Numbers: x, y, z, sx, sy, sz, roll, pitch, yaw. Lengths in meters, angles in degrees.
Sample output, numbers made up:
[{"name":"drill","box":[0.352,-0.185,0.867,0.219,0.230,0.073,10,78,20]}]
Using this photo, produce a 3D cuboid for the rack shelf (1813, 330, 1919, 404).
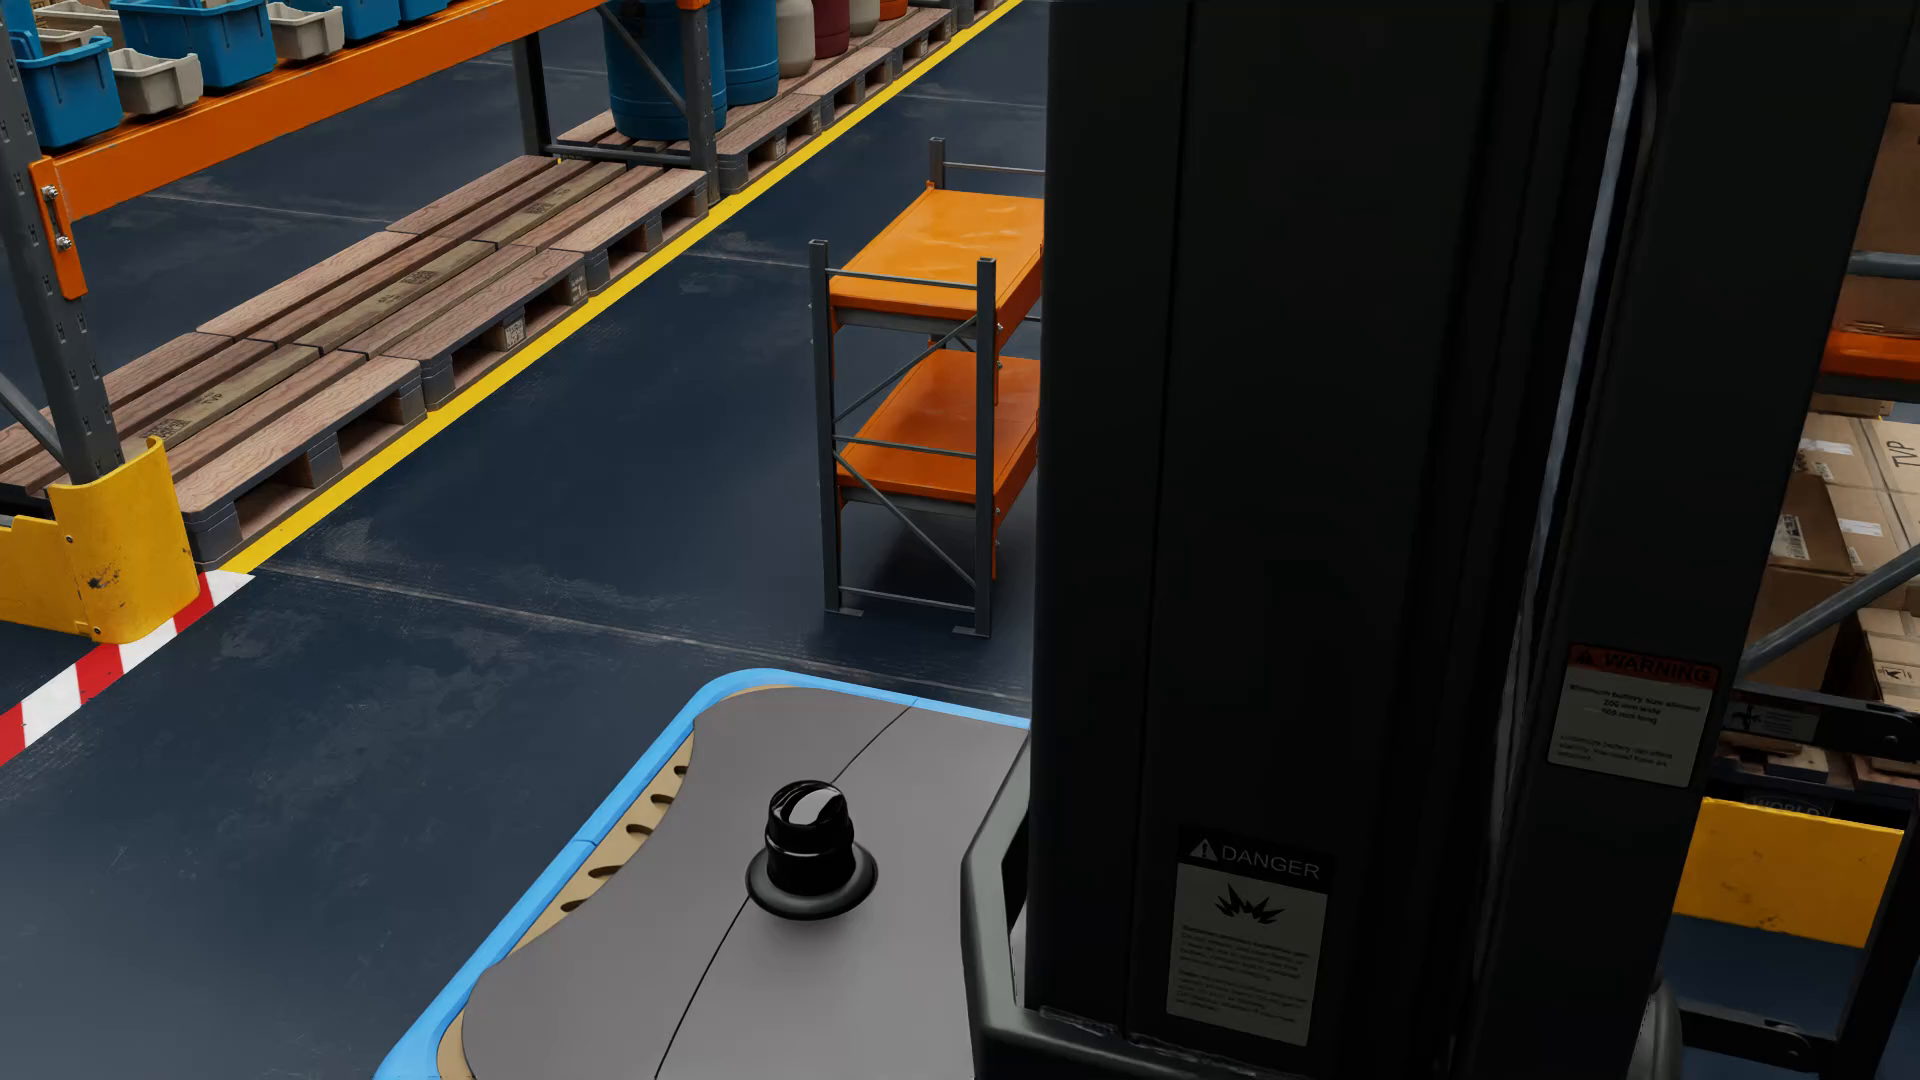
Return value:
[{"name":"rack shelf","box":[2.459,-1.088,4.860,1.077,0.370,4.000,8,30,15]}]

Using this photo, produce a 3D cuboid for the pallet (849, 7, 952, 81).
[{"name":"pallet","box":[-0.706,-3.308,10.980,1.003,0.211,1.213,8,30,15]}]

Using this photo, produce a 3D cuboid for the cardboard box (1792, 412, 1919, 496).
[{"name":"cardboard box","box":[2.596,-0.141,4.793,0.500,0.250,0.500,8,30,15]}]

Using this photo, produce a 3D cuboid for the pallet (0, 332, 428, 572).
[{"name":"pallet","box":[-2.583,-0.341,5.645,1.003,0.211,1.213,8,30,15]}]

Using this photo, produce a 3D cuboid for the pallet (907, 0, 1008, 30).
[{"name":"pallet","box":[-0.249,-4.035,12.286,1.003,0.211,1.213,8,30,15]}]

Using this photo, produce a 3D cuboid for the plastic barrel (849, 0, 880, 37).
[{"name":"plastic barrel","box":[-0.722,-3.491,10.566,0.421,0.512,0.421,0,29,0]}]

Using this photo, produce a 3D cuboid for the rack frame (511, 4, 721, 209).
[{"name":"rack frame","box":[-1.688,-3.040,7.630,1.000,3.000,0.127,8,30,15]}]

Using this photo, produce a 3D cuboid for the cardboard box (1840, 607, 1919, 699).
[{"name":"cardboard box","box":[2.397,0.311,4.067,0.380,0.166,0.250,8,30,15]}]

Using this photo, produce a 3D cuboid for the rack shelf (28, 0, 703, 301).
[{"name":"rack shelf","box":[-2.275,-1.797,6.134,1.077,0.370,4.000,8,30,15]}]

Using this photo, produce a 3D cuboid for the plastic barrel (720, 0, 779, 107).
[{"name":"plastic barrel","box":[-1.304,-2.886,9.079,0.600,0.901,0.708,8,30,15]}]

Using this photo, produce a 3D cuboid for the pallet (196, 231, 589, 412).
[{"name":"pallet","box":[-2.223,-0.906,6.661,1.003,0.211,1.213,8,30,15]}]

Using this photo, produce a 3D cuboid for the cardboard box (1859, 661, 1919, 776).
[{"name":"cardboard box","box":[2.323,0.435,3.862,0.380,0.149,0.250,8,30,15]}]

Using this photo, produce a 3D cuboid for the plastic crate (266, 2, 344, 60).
[{"name":"plastic crate","box":[-2.103,-1.613,5.273,0.250,0.136,0.298,8,30,15]}]

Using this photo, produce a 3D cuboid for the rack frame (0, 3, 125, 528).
[{"name":"rack frame","box":[-2.862,-1.181,4.288,1.000,3.000,0.127,8,30,15]}]

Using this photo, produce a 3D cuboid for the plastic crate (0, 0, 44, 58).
[{"name":"plastic crate","box":[-2.942,-1.405,4.593,0.616,0.435,0.499,8,30,15]}]

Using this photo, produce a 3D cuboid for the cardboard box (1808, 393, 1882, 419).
[{"name":"cardboard box","box":[2.499,-0.559,5.285,0.797,0.503,0.637,8,30,15]}]

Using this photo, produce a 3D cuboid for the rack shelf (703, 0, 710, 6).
[{"name":"rack shelf","box":[-1.101,-3.655,9.475,1.077,0.370,4.000,8,30,15]}]

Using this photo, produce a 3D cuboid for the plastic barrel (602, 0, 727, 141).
[{"name":"plastic barrel","box":[-1.512,-2.557,8.488,0.600,0.901,0.708,8,30,15]}]

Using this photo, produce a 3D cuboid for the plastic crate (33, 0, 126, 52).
[{"name":"plastic crate","box":[-2.697,-1.630,5.304,0.396,0.136,0.243,8,30,15]}]

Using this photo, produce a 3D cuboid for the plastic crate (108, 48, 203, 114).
[{"name":"plastic crate","box":[-2.302,-1.297,4.706,0.250,0.136,0.298,8,30,15]}]

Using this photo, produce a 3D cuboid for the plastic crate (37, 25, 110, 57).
[{"name":"plastic crate","box":[-2.796,-1.497,5.065,0.396,0.136,0.243,8,30,15]}]

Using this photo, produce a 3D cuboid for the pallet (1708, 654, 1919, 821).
[{"name":"pallet","box":[2.127,0.340,4.422,1.003,0.211,1.213,8,30,15]}]

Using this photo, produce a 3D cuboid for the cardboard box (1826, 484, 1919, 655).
[{"name":"cardboard box","box":[2.449,0.092,4.375,0.500,0.250,0.500,8,30,15]}]

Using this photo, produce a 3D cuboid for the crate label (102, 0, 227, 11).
[{"name":"crate label","box":[-2.639,-1.763,5.543,0.396,0.136,0.243,8,30,15]}]

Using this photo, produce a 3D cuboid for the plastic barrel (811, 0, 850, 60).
[{"name":"plastic barrel","box":[-0.973,-3.274,10.099,0.600,0.588,0.708,8,30,15]}]

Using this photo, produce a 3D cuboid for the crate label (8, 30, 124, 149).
[{"name":"crate label","box":[-2.475,-1.202,4.436,0.416,0.233,0.303,8,30,15]}]

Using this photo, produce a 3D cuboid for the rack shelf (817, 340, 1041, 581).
[{"name":"rack shelf","box":[-0.002,-0.275,5.090,0.538,0.278,1.000,8,30,15]}]

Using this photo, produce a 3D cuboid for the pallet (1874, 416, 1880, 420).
[{"name":"pallet","box":[2.487,-0.225,5.438,1.003,0.211,1.213,8,30,15]}]

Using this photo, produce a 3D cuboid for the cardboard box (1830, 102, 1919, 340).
[{"name":"cardboard box","box":[1.743,-0.764,3.434,0.500,0.500,0.500,9,30,16]}]

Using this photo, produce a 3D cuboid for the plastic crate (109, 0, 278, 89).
[{"name":"plastic crate","box":[-2.282,-1.508,4.986,0.416,0.233,0.300,8,30,15]}]

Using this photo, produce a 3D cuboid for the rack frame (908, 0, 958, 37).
[{"name":"rack frame","box":[-0.514,-4.899,10.971,1.000,3.000,0.127,8,30,15]}]

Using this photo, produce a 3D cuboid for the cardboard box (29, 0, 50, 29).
[{"name":"cardboard box","box":[-6.254,-3.302,9.854,1.225,0.875,0.875,9,30,15]}]

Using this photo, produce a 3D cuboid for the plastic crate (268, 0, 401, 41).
[{"name":"plastic crate","box":[-2.088,-1.814,5.536,0.416,0.233,0.300,8,30,15]}]

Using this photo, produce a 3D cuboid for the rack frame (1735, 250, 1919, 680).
[{"name":"rack frame","box":[1.872,-0.473,3.015,1.000,3.000,0.127,8,30,15]}]

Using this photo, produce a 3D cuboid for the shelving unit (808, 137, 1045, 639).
[{"name":"shelving unit","box":[-0.002,-0.488,4.971,0.538,1.125,1.048,8,30,15]}]

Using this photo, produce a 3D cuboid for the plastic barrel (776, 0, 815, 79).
[{"name":"plastic barrel","box":[-1.053,-2.966,9.623,0.421,0.512,0.421,0,29,0]}]

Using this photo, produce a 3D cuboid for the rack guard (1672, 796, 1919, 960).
[{"name":"rack guard","box":[1.894,0.584,3.686,1.175,0.500,0.348,8,30,15]}]

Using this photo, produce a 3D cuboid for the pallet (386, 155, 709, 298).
[{"name":"pallet","box":[-1.867,-1.475,7.683,1.003,0.211,1.213,8,30,15]}]

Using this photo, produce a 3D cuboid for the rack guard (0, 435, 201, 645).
[{"name":"rack guard","box":[-2.857,-0.076,4.873,1.175,0.500,0.348,8,30,15]}]

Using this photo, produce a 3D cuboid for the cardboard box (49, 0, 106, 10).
[{"name":"cardboard box","box":[-5.993,-3.718,10.601,1.225,0.875,0.875,7,30,13]}]

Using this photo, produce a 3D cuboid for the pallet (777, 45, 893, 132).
[{"name":"pallet","box":[-1.065,-2.743,9.964,1.003,0.211,1.213,8,30,15]}]

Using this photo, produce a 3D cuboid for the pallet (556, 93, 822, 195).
[{"name":"pallet","box":[-1.422,-2.174,8.942,1.003,0.211,1.213,8,30,15]}]

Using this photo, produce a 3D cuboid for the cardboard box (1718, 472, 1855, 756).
[{"name":"cardboard box","box":[1.796,0.139,4.033,0.500,0.500,0.500,8,30,15]}]

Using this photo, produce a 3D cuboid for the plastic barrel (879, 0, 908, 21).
[{"name":"plastic barrel","box":[-0.641,-3.905,10.984,0.600,0.830,0.708,8,30,15]}]

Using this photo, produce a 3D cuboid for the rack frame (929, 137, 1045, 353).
[{"name":"rack frame","box":[0.147,-0.725,5.396,0.500,1.125,0.032,8,30,15]}]

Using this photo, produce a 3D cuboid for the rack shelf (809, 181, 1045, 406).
[{"name":"rack shelf","box":[-0.002,-0.744,4.829,0.538,0.278,1.000,8,30,15]}]

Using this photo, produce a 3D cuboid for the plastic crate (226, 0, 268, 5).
[{"name":"plastic crate","box":[-2.569,-1.903,5.795,0.298,0.136,0.250,8,30,15]}]

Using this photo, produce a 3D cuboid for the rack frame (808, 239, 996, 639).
[{"name":"rack frame","box":[-0.151,-0.252,4.546,0.500,1.125,0.032,8,30,15]}]

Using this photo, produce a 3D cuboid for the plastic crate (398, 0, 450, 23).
[{"name":"plastic crate","box":[-2.000,-1.954,5.787,0.416,0.233,0.300,8,30,15]}]

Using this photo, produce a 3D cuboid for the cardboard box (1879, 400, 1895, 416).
[{"name":"cardboard box","box":[2.930,-0.695,5.728,0.500,0.311,0.500,8,30,15]}]
